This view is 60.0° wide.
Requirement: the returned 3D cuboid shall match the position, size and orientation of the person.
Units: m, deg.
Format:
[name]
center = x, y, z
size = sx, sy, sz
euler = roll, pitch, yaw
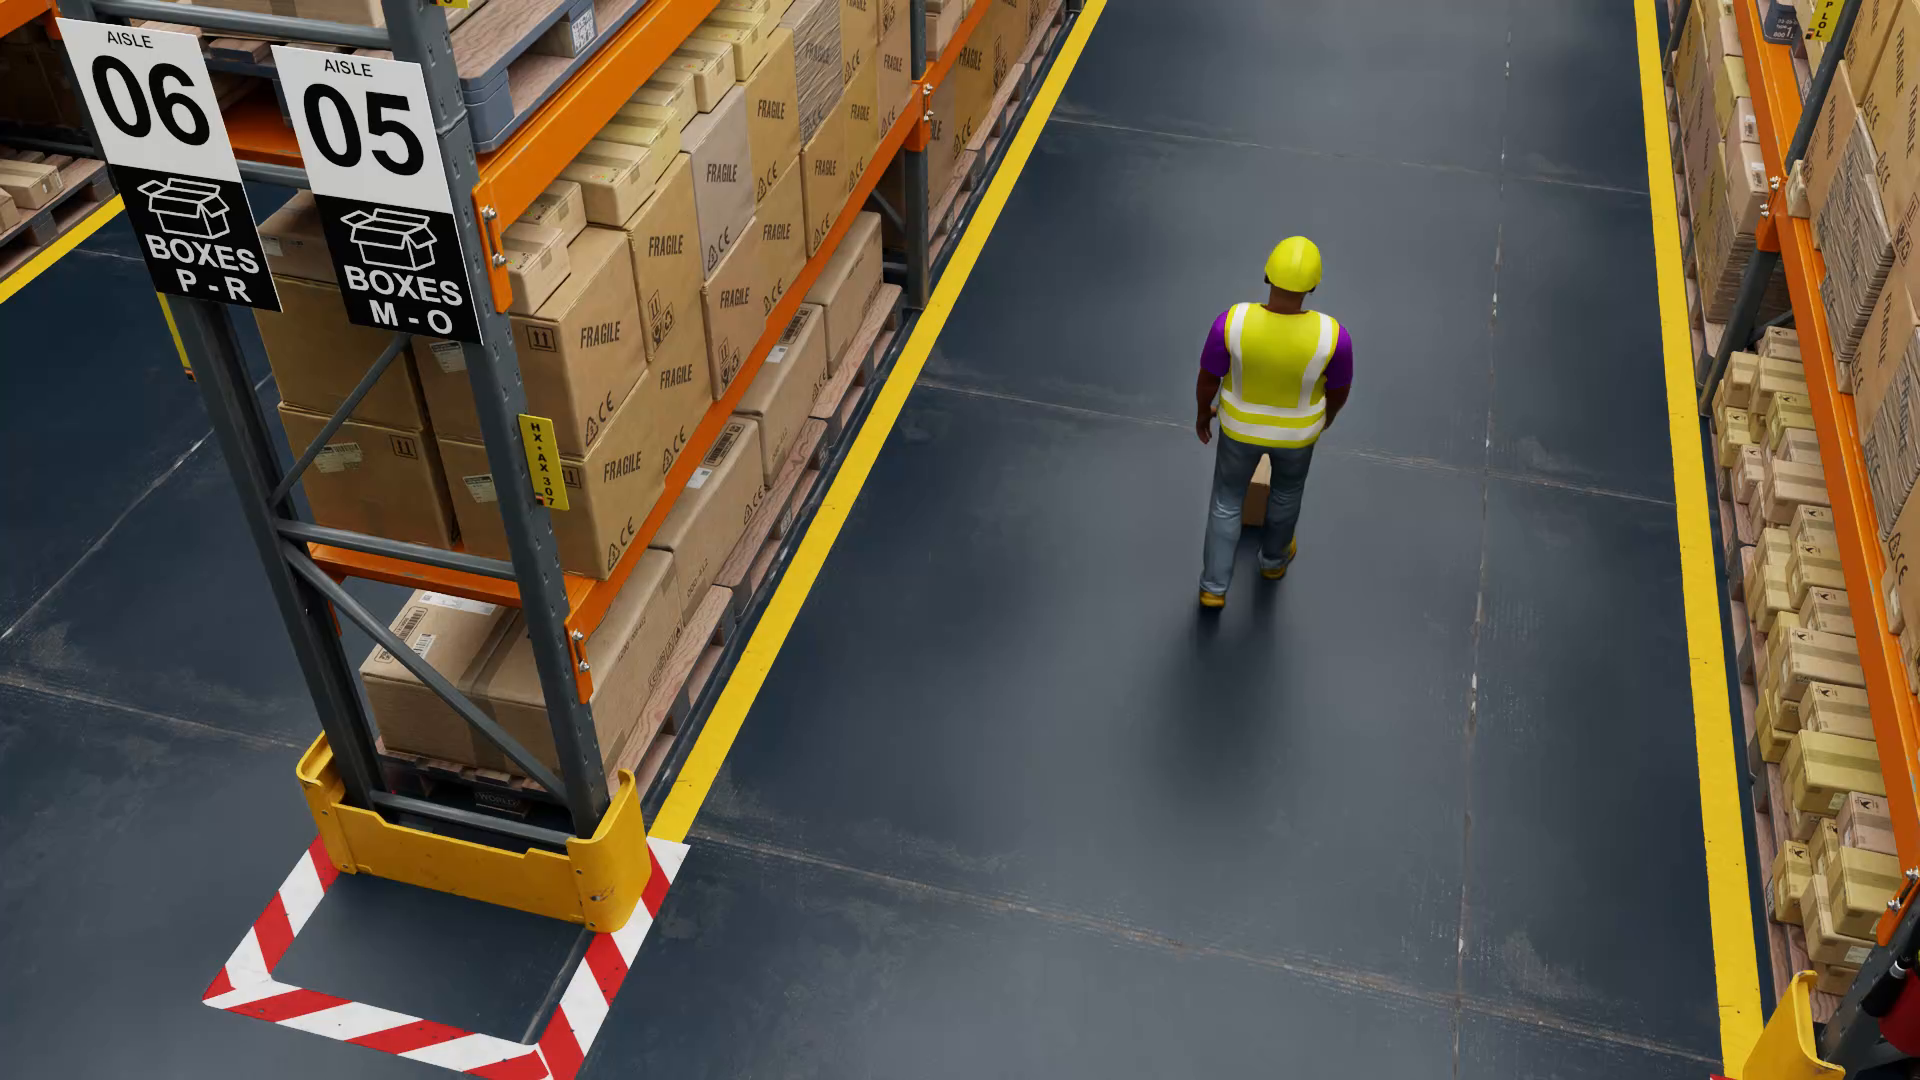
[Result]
[person]
center = 1.254, -0.484, 6.766
size = 0.593, 1.814, 0.595
euler = 10, 42, 11
